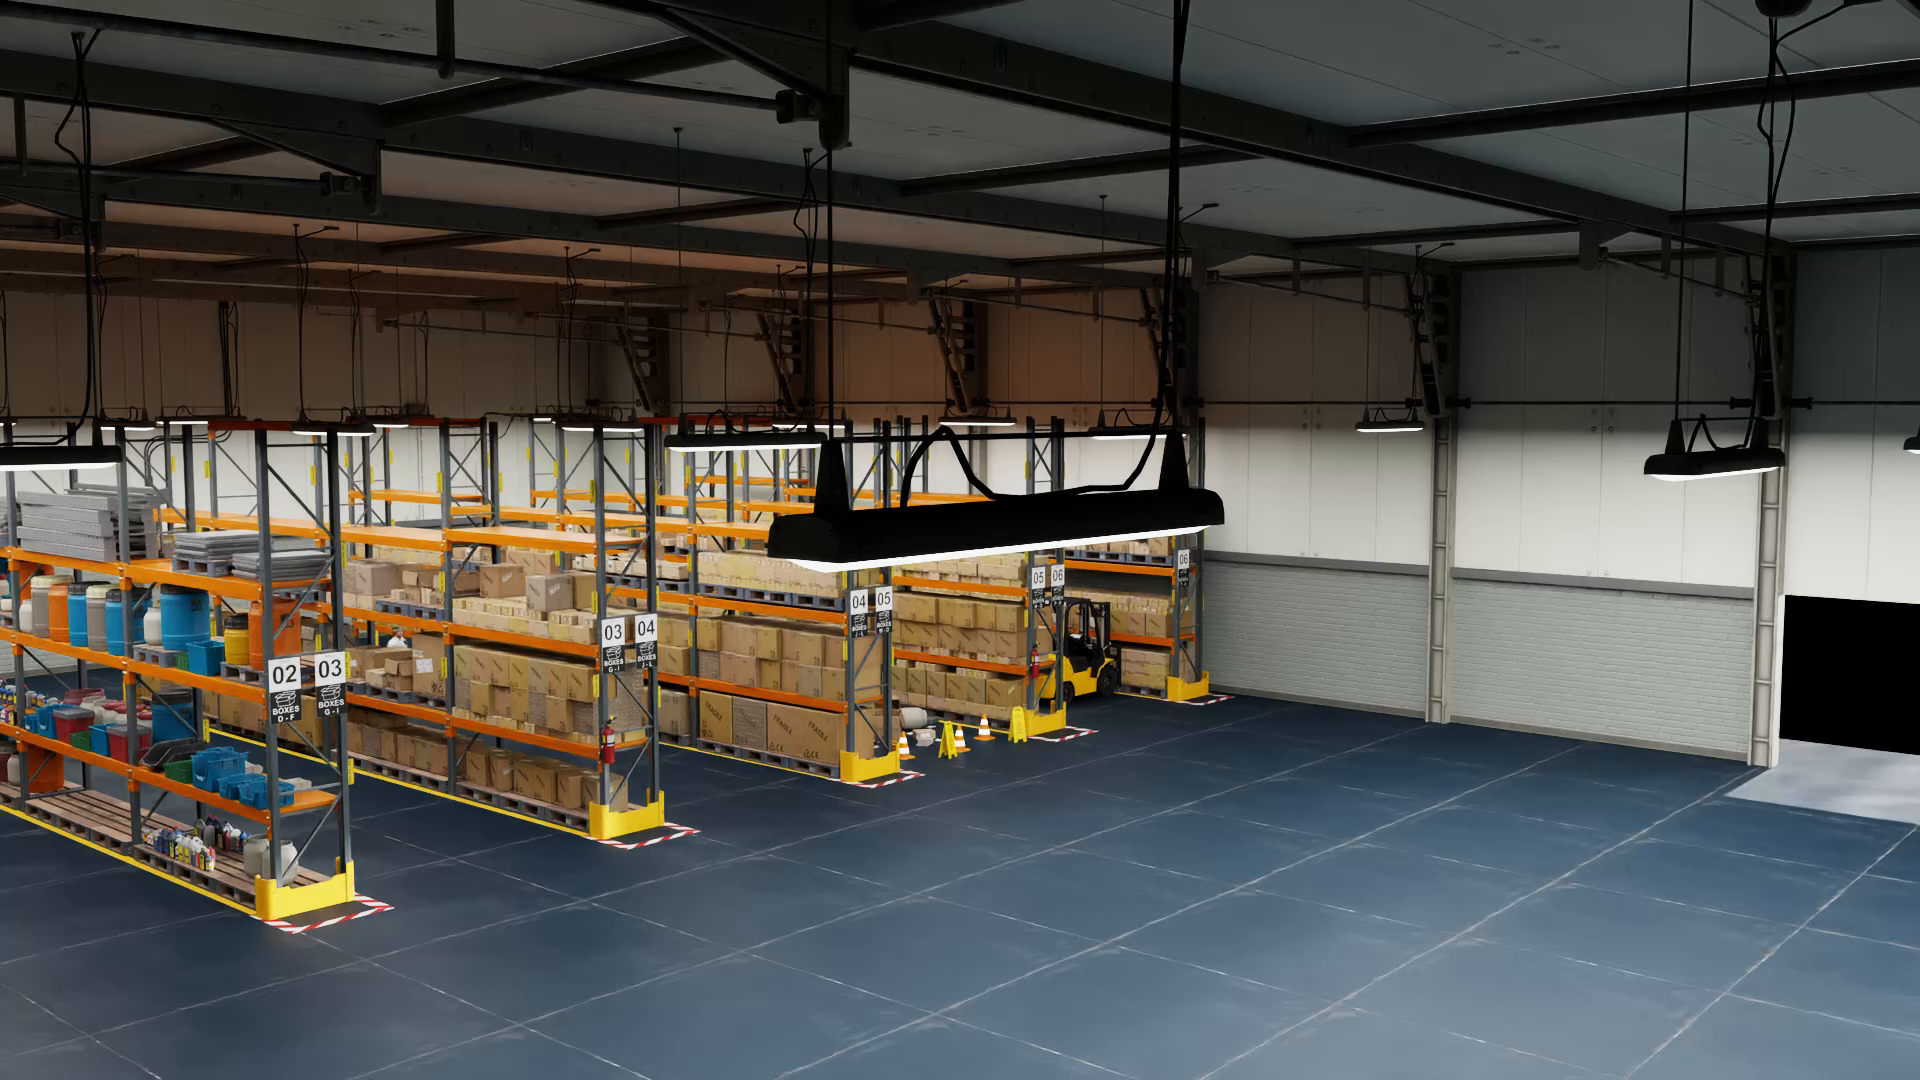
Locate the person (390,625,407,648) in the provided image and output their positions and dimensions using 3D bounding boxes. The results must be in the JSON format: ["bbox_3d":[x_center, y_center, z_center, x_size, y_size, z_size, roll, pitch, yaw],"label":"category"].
[{"bbox_3d":[-11.807,2.585,35.063,1.015,1.621,0.549,4,6,38],"label":"person"}]
